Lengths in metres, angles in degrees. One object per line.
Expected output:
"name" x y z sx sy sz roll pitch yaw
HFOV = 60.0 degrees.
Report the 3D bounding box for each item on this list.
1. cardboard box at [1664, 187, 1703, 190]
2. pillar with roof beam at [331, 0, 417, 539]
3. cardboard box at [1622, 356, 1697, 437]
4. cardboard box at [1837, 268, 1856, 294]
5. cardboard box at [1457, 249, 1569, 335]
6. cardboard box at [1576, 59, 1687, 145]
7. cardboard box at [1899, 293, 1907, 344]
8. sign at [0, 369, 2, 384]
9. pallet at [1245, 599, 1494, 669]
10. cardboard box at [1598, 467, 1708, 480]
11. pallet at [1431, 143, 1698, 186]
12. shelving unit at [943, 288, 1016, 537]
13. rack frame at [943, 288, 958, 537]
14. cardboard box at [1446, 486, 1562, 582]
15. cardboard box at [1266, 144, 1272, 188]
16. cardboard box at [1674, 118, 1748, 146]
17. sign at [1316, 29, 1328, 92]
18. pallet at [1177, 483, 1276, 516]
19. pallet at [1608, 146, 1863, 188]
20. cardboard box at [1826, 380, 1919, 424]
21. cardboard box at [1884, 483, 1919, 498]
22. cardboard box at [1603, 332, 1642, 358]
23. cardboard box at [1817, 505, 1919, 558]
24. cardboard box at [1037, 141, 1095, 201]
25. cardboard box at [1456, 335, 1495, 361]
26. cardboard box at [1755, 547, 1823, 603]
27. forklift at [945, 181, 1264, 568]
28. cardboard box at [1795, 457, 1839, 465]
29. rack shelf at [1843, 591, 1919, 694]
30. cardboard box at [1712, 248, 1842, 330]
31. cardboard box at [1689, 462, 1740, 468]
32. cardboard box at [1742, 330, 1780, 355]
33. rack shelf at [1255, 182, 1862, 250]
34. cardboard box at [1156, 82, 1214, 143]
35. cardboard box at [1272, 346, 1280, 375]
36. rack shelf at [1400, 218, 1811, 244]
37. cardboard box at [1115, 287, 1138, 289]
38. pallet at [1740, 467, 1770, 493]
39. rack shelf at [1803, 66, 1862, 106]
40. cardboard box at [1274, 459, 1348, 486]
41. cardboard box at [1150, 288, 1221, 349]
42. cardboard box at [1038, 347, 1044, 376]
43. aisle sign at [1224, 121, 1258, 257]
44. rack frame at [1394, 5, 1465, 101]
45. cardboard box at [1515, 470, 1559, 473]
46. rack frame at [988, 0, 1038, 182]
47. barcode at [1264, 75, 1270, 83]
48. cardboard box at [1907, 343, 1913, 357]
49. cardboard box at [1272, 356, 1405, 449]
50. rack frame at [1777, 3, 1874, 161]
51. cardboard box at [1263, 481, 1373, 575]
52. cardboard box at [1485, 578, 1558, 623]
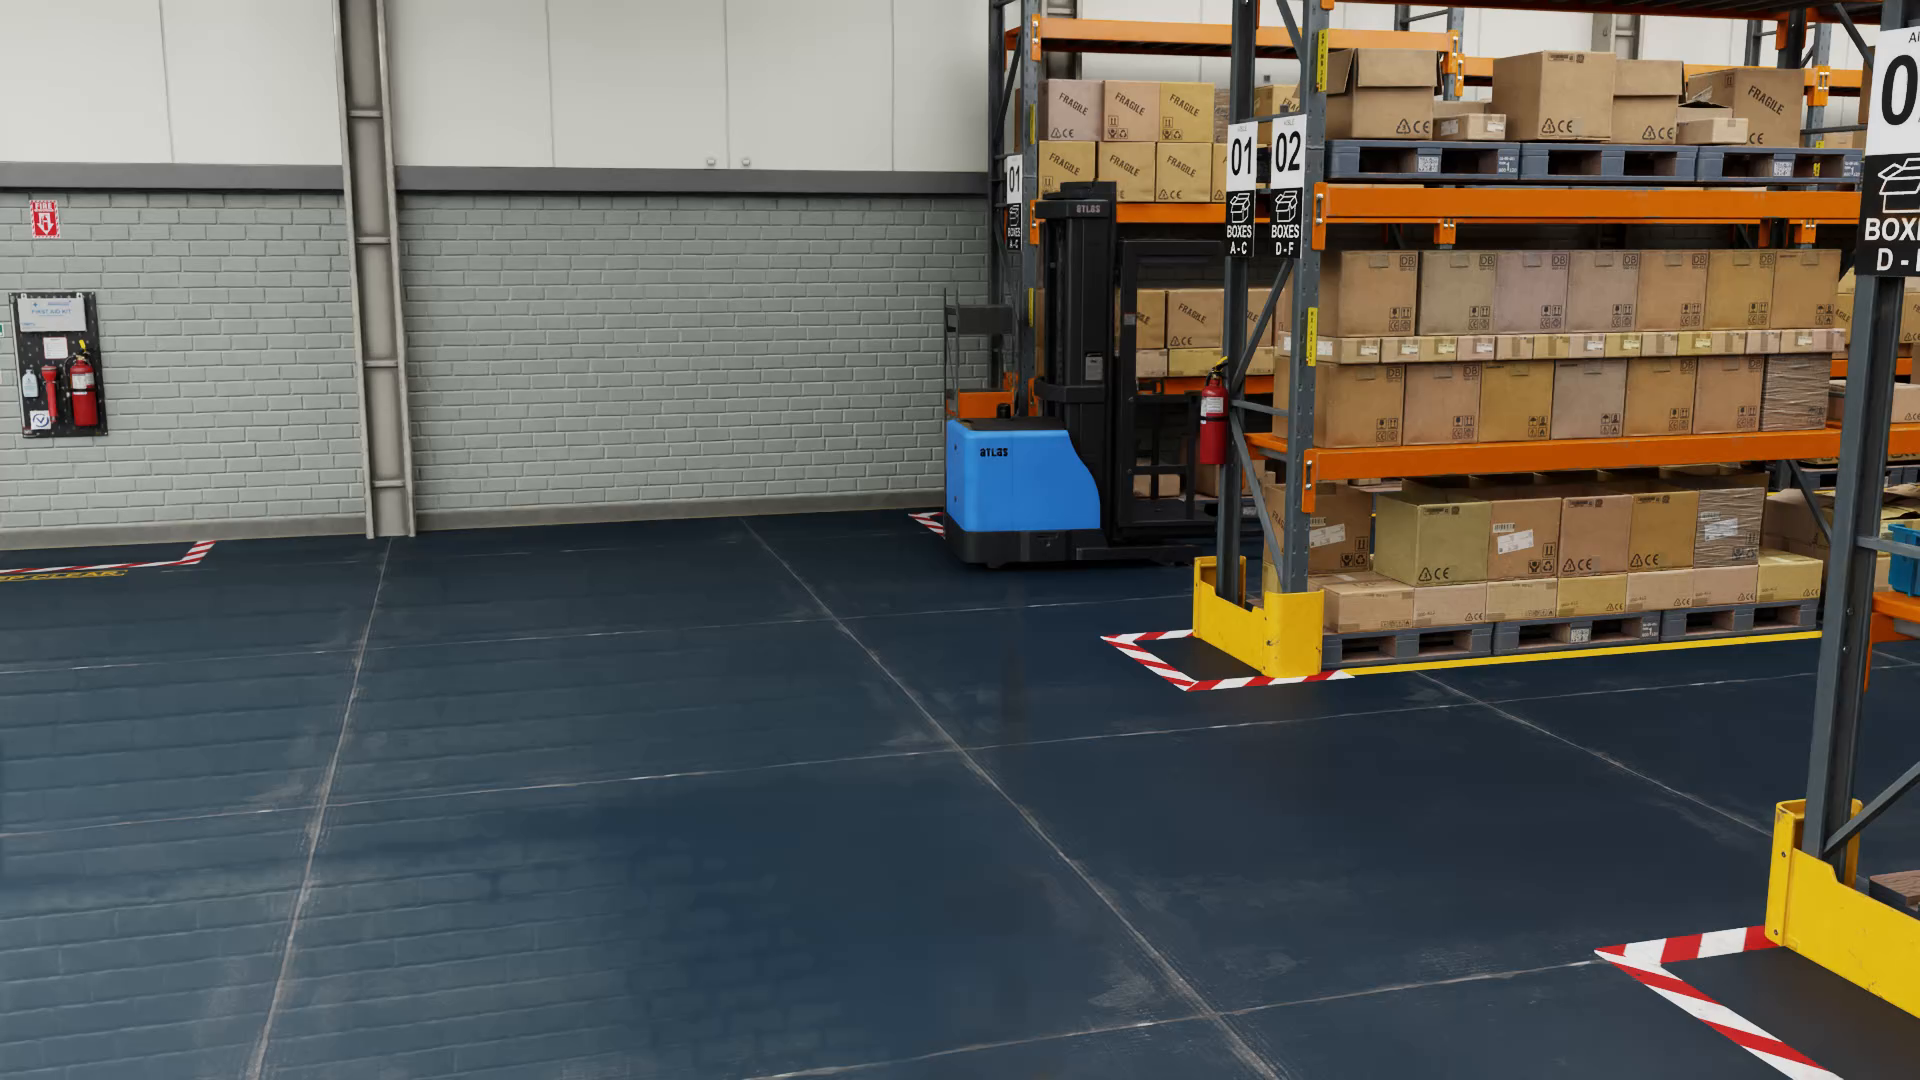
"cardboard box" 6.858 -3.531 16.317 0.637 0.503 0.797 -1 11 -8
"pillar with roof beam" -3.680 -3.724 9.421 0.400 9.000 9.100 -3 11 -16
"cardboard box" 4.264 -0.954 10.670 0.500 0.500 0.700 -3 11 -15
"cardboard box" 8.664 -2.598 16.652 0.500 0.250 0.500 -3 11 -15
"cardboard box" 3.325 -1.543 10.286 0.500 0.500 0.700 -3 11 -16
"cardboard box" 4.060 -2.721 10.427 0.637 0.503 0.797 -2 11 -10
"cardboard box" 9.172 -2.255 16.857 0.500 0.500 0.500 -3 11 -14
"sign" -7.826 -1.411 13.328 0.234 0.329 0.001 -3 11 -16
"pallet" 2.558 0.546 10.495 1.213 0.211 1.003 -3 11 -16
"cardboard box" 4.666 -0.209 11.258 0.500 0.500 0.500 -3 11 -16
"pallet" 3.695 -2.304 10.238 1.213 0.211 1.003 -3 11 -16
"shelving unit" 0.159 -1.041 13.902 0.503 2.100 0.431 -3 11 -16
"rack frame" -0.075 -1.029 13.834 0.015 2.100 0.400 -3 11 -16
"cardboard box" 3.369 -0.044 10.362 0.500 0.500 0.500 -3 11 -16
"cardboard box" 2.862 -3.250 14.799 0.500 0.500 0.500 -3 11 -18
"cardboard box" 4.594 -2.500 10.203 0.250 0.149 0.380 -3 11 -16
"sign" 1.985 -2.626 9.109 0.005 0.325 0.100 -3 11 -16
"pallet" 2.480 -0.368 15.464 1.213 0.211 1.003 -3 11 -16
"pallet" 4.864 -2.365 10.570 1.213 0.211 1.003 -3 11 -16
"cardboard box" 6.137 -0.940 11.282 0.500 0.250 0.500 -2 11 -12
"cardboard box" 6.962 -0.234 11.918 0.500 0.311 0.500 -3 11 -16
"cardboard box" 4.001 -1.221 10.324 0.250 0.149 0.380 -3 11 -14
"cardboard box" 6.143 -0.089 11.131 0.500 0.311 0.500 -3 11 -16
"cardboard box" 0.838 -3.147 14.242 0.500 0.500 0.500 -3 11 -14
"cardboard box" 3.008 -1.168 10.039 0.250 0.149 0.380 -3 11 -17
"cardboard box" 5.292 0.226 10.969 0.500 0.250 0.500 -3 11 -16
"forklift" 1.443 -1.329 13.168 3.031 2.935 1.130 -2 11 -9
"cardboard box" 8.871 -1.208 17.103 0.750 0.750 0.750 -3 11 -17
"rack shelf" 5.137 0.335 5.929 4.000 0.370 1.077 -3 11 -16
"cardboard box" 5.252 -1.645 10.838 0.500 0.500 0.700 -3 11 -16
"cardboard box" 7.452 -0.986 16.807 0.500 0.500 0.700 -3 11 -15
"cardboard box" 4.986 -1.273 10.607 0.250 0.149 0.380 -3 11 -18
"rack shelf" 3.756 -2.001 10.336 4.000 0.370 1.077 -3 11 -16
"cardboard box" 1.870 -3.688 14.414 0.500 0.500 0.500 -3 11 -14
"cardboard box" 2.959 -1.650 15.082 0.500 0.250 0.500 -3 11 -16
"rack shelf" 6.208 -3.065 16.112 4.000 0.370 1.077 -3 11 -16
"cardboard box" 1.327 -2.029 15.072 0.500 0.500 0.500 -3 11 -15
"pallet" 7.378 -0.634 16.907 1.213 0.211 1.003 -3 11 -16
"rack shelf" 10.049 -4.546 16.976 4.000 0.370 1.077 -3 11 -16
"cardboard box" 3.303 -0.770 15.632 0.500 0.500 0.500 -4 11 -20
"cardboard box" 1.965 -1.965 14.723 0.500 0.500 0.500 -3 11 -18
"cardboard box" 1.005 -1.545 14.515 0.500 0.250 0.500 -3 11 -18
"aisle sign" 1.690 -2.105 10.016 0.004 0.787 0.394 -3 11 -16
"rack frame" 4.288 -4.793 15.225 0.127 3.000 1.000 -3 11 -16
"cardboard box" 5.472 -0.904 16.363 0.500 0.500 0.700 -3 11 -17
"rack frame" 0.447 -4.590 14.126 0.127 3.000 1.000 -3 11 -16
"barcode" 2.833 -4.256 15.349 0.075 0.075 0.001 -3 11 -16
"cardboard box" 9.737 -1.977 17.141 0.250 0.149 0.380 -3 11 -15
"cardboard box" 2.287 -0.849 10.100 0.500 0.500 0.700 -3 11 -16
"rack frame" 5.676 -3.932 10.549 0.127 3.000 1.000 -3 11 -16
"cardboard box" 2.267 -0.081 10.564 0.500 0.500 0.500 -3 11 -16
"cardboard box" 3.372 0.327 10.419 0.500 0.250 0.500 -3 11 -16
